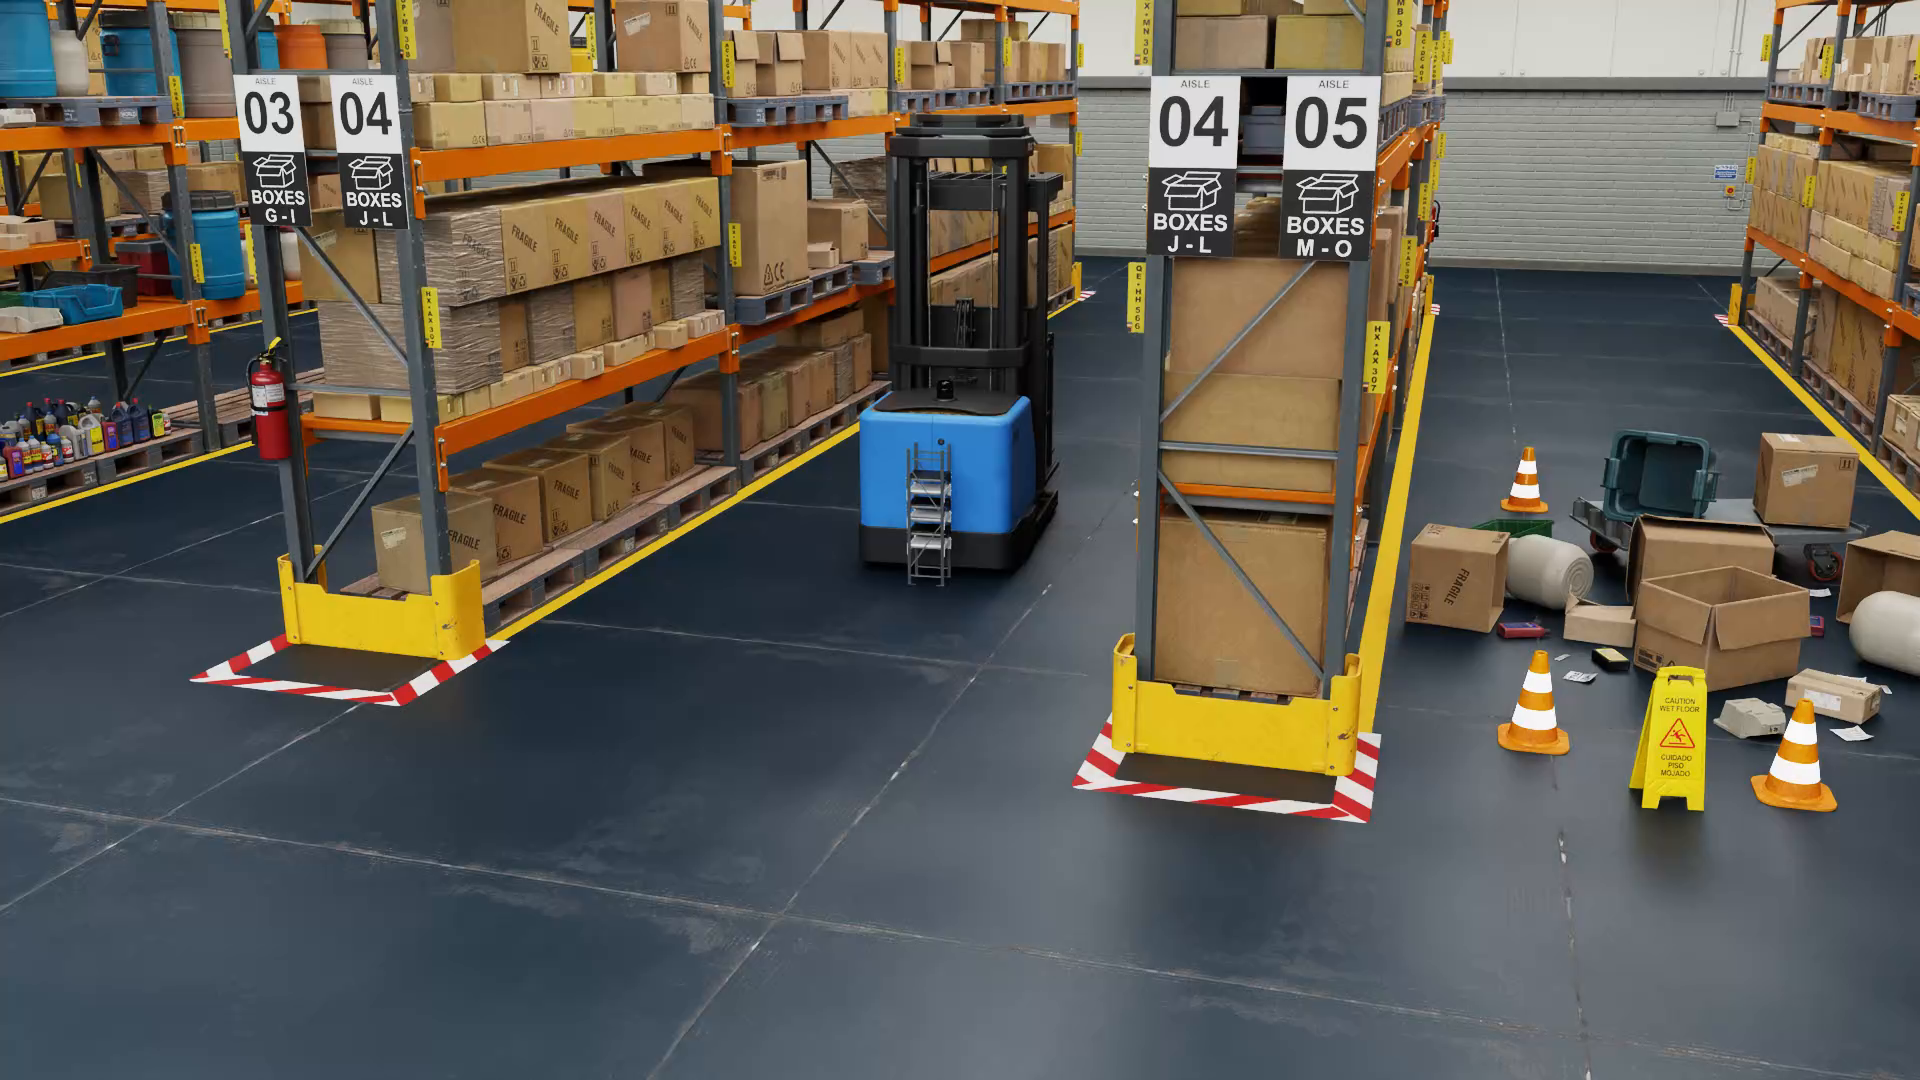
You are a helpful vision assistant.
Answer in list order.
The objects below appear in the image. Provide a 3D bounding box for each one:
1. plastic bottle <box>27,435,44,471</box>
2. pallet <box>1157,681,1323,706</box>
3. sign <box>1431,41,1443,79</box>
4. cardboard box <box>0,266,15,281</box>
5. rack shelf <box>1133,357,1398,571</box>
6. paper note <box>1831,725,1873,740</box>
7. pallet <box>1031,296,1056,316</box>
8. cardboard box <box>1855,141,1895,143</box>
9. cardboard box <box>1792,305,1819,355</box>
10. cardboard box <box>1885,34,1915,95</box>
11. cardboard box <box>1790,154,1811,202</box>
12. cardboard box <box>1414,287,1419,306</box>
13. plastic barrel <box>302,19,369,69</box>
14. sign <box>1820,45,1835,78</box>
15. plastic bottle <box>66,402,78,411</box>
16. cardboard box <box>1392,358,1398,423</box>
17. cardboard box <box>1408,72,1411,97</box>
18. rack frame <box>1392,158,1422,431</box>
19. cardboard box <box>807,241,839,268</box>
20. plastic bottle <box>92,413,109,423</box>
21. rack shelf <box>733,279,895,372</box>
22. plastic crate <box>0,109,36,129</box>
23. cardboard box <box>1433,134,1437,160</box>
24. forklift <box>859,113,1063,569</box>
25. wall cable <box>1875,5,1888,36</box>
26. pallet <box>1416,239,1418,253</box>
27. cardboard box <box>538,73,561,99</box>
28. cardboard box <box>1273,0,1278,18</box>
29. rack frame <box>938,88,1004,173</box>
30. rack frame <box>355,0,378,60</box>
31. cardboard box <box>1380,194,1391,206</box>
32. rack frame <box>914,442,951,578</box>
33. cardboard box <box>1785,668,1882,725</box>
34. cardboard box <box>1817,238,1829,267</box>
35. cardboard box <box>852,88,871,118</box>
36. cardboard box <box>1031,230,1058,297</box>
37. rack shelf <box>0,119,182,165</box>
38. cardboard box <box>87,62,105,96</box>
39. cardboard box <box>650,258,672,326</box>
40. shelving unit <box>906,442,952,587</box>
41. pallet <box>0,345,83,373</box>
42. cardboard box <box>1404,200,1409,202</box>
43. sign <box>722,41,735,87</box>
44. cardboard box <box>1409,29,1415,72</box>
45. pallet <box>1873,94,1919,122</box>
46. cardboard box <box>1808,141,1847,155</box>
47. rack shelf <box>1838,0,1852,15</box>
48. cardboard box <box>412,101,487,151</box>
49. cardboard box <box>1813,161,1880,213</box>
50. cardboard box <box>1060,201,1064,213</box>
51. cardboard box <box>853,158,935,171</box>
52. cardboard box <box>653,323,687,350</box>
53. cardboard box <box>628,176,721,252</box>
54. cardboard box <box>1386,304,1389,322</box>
[{"bbox_3d":[-7.186,-0.675,12.907,0.097,0.271,0.097,0,16,0],"label":"plastic bottle"},{"bbox_3d":[1.502,0.711,8.935,1.003,0.211,1.213,5,16,16],"label":"pallet"},{"bbox_3d":[4.153,-4.193,14.525,0.100,0.325,0.005,5,16,16],"label":"sign"},{"bbox_3d":[-14.274,-4.106,23.977,0.750,0.750,0.750,5,17,17],"label":"cardboard box"},{"bbox_3d":[1.918,-0.592,9.739,1.077,0.370,4.000,5,16,16],"label":"rack shelf"},{"bbox_3d":[4.484,0.969,8.357,0.148,0.019,0.142,-1,16,-3],"label":"paper note"},{"bbox_3d":[0.669,-3.137,22.503,1.003,0.211,1.213,5,16,16],"label":"pallet"},{"bbox_3d":[10.195,-4.367,18.523,0.380,0.149,0.250,4,16,14],"label":"cardboard box"},{"bbox_3d":[9.816,-2.322,18.446,0.875,0.438,0.875,4,16,15],"label":"cardboard box"},{"bbox_3d":[8.497,-4.118,14.399,0.700,0.500,0.500,4,16,13],"label":"cardboard box"},{"bbox_3d":[9.556,-4.003,18.431,0.500,0.500,0.500,4,16,15],"label":"cardboard box"},{"bbox_3d":[4.632,-2.567,17.819,0.500,0.250,0.500,5,17,19],"label":"cardboard box"},{"bbox_3d":[-6.294,-4.789,16.802,0.600,0.901,0.600,0,16,0],"label":"plastic barrel"},{"bbox_3d":[9.002,-4.970,17.264,0.100,0.325,0.005,5,16,16],"label":"sign"},{"bbox_3d":[-7.566,-1.022,14.120,0.152,0.276,0.135,5,17,18],"label":"plastic bottle"},{"bbox_3d":[3.364,-1.475,14.887,1.050,0.750,0.750,4,16,15],"label":"cardboard box"},{"bbox_3d":[2.546,-2.780,10.144,0.380,0.149,0.250,5,17,17],"label":"cardboard box"},{"bbox_3d":[3.623,-2.508,15.175,1.000,3.000,0.127,5,16,16],"label":"rack frame"},{"bbox_3d":[-1.319,-2.599,14.973,0.396,0.266,0.258,4,16,14],"label":"cardboard box"},{"bbox_3d":[-7.100,-0.922,13.768,0.152,0.276,0.135,5,16,16],"label":"plastic bottle"},{"bbox_3d":[-1.672,-2.050,14.877,1.077,0.370,4.000,5,16,16],"label":"rack shelf"},{"bbox_3d":[-7.058,-3.122,12.324,0.243,0.136,0.396,5,16,16],"label":"plastic crate"},{"bbox_3d":[5.574,-4.726,20.435,0.500,0.500,0.500,4,16,14],"label":"cardboard box"},{"bbox_3d":[0.129,-1.578,12.022,1.130,2.935,3.031,3,16,11],"label":"forklift"},{"bbox_3d":[15.398,-8.373,24.789,2.988,3.039,0.133,5,16,16],"label":"wall cable"},{"bbox_3d":[4.146,-2.937,17.038,1.003,0.211,1.213,5,16,16],"label":"pallet"},{"bbox_3d":[-2.675,-2.781,10.183,0.380,0.149,0.250,4,16,13],"label":"cardboard box"},{"bbox_3d":[1.482,-2.818,8.817,0.380,0.149,0.250,4,16,15],"label":"cardboard box"},{"bbox_3d":[0.033,-3.966,20.313,1.000,3.000,0.127,5,16,16],"label":"rack frame"},{"bbox_3d":[-5.852,-6.189,17.159,1.000,3.000,0.127,5,16,16],"label":"rack frame"},{"bbox_3d":[2.910,-2.388,12.736,0.700,0.500,0.500,5,17,16],"label":"cardboard box"},{"bbox_3d":[-0.179,-0.193,10.860,0.240,0.900,0.006,3,16,11],"label":"rack frame"},{"bbox_3d":[4.560,0.815,8.685,0.250,0.149,0.380,-15,21,-41],"label":"cardboard box"},{"bbox_3d":[9.011,-2.895,16.813,0.500,0.250,0.500,4,16,15],"label":"cardboard box"},{"bbox_3d":[-1.132,-4.016,15.268,0.500,0.250,0.500,5,16,16],"label":"cardboard box"},{"bbox_3d":[0.806,-3.780,22.784,0.875,0.875,0.875,5,16,16],"label":"cardboard box"},{"bbox_3d":[-7.558,-2.830,12.133,1.077,0.370,4.000,5,16,16],"label":"rack shelf"},{"bbox_3d":[-10.509,-5.296,19.324,0.910,0.500,0.500,5,16,16],"label":"cardboard box"},{"bbox_3d":[-2.603,-1.823,12.030,0.875,0.500,0.500,5,16,16],"label":"cardboard box"},{"bbox_3d":[-0.200,-0.166,10.764,0.258,0.900,0.210,3,16,11],"label":"shelving unit"},{"bbox_3d":[-10.872,-2.134,18.968,1.003,0.211,1.213,5,16,16],"label":"pallet"},{"bbox_3d":[4.312,-3.325,16.657,0.380,0.149,0.250,5,17,18],"label":"cardboard box"},{"bbox_3d":[-1.718,-3.524,12.313,0.100,0.325,0.005,5,16,16],"label":"sign"},{"bbox_3d":[2.593,-3.077,10.461,0.500,0.250,0.500,4,16,15],"label":"cardboard box"},{"bbox_3d":[8.530,-3.675,14.139,1.213,0.211,1.003,5,17,18],"label":"pallet"},{"bbox_3d":[9.631,-4.336,18.416,0.380,0.149,0.250,4,16,15],"label":"cardboard box"},{"bbox_3d":[8.966,-5.021,15.093,1.077,0.370,4.000,5,16,16],"label":"rack shelf"},{"bbox_3d":[-2.992,-2.303,9.230,0.500,0.250,0.500,5,17,18],"label":"cardboard box"},{"bbox_3d":[9.134,-3.633,17.127,0.500,0.500,0.500,5,17,17],"label":"cardboard box"},{"bbox_3d":[1.239,-4.638,23.146,0.380,0.149,0.250,5,16,16],"label":"cardboard box"},{"bbox_3d":[-0.693,-3.810,17.744,0.797,0.503,0.637,5,17,17],"label":"cardboard box"},{"bbox_3d":[-2.193,-1.473,11.987,0.380,0.149,0.250,5,16,16],"label":"cardboard box"},{"bbox_3d":[-2.105,-2.406,12.253,0.500,0.500,0.500,5,16,16],"label":"cardboard box"},{"bbox_3d":[2.258,-1.291,10.608,0.875,0.550,0.550,5,16,16],"label":"cardboard box"}]
